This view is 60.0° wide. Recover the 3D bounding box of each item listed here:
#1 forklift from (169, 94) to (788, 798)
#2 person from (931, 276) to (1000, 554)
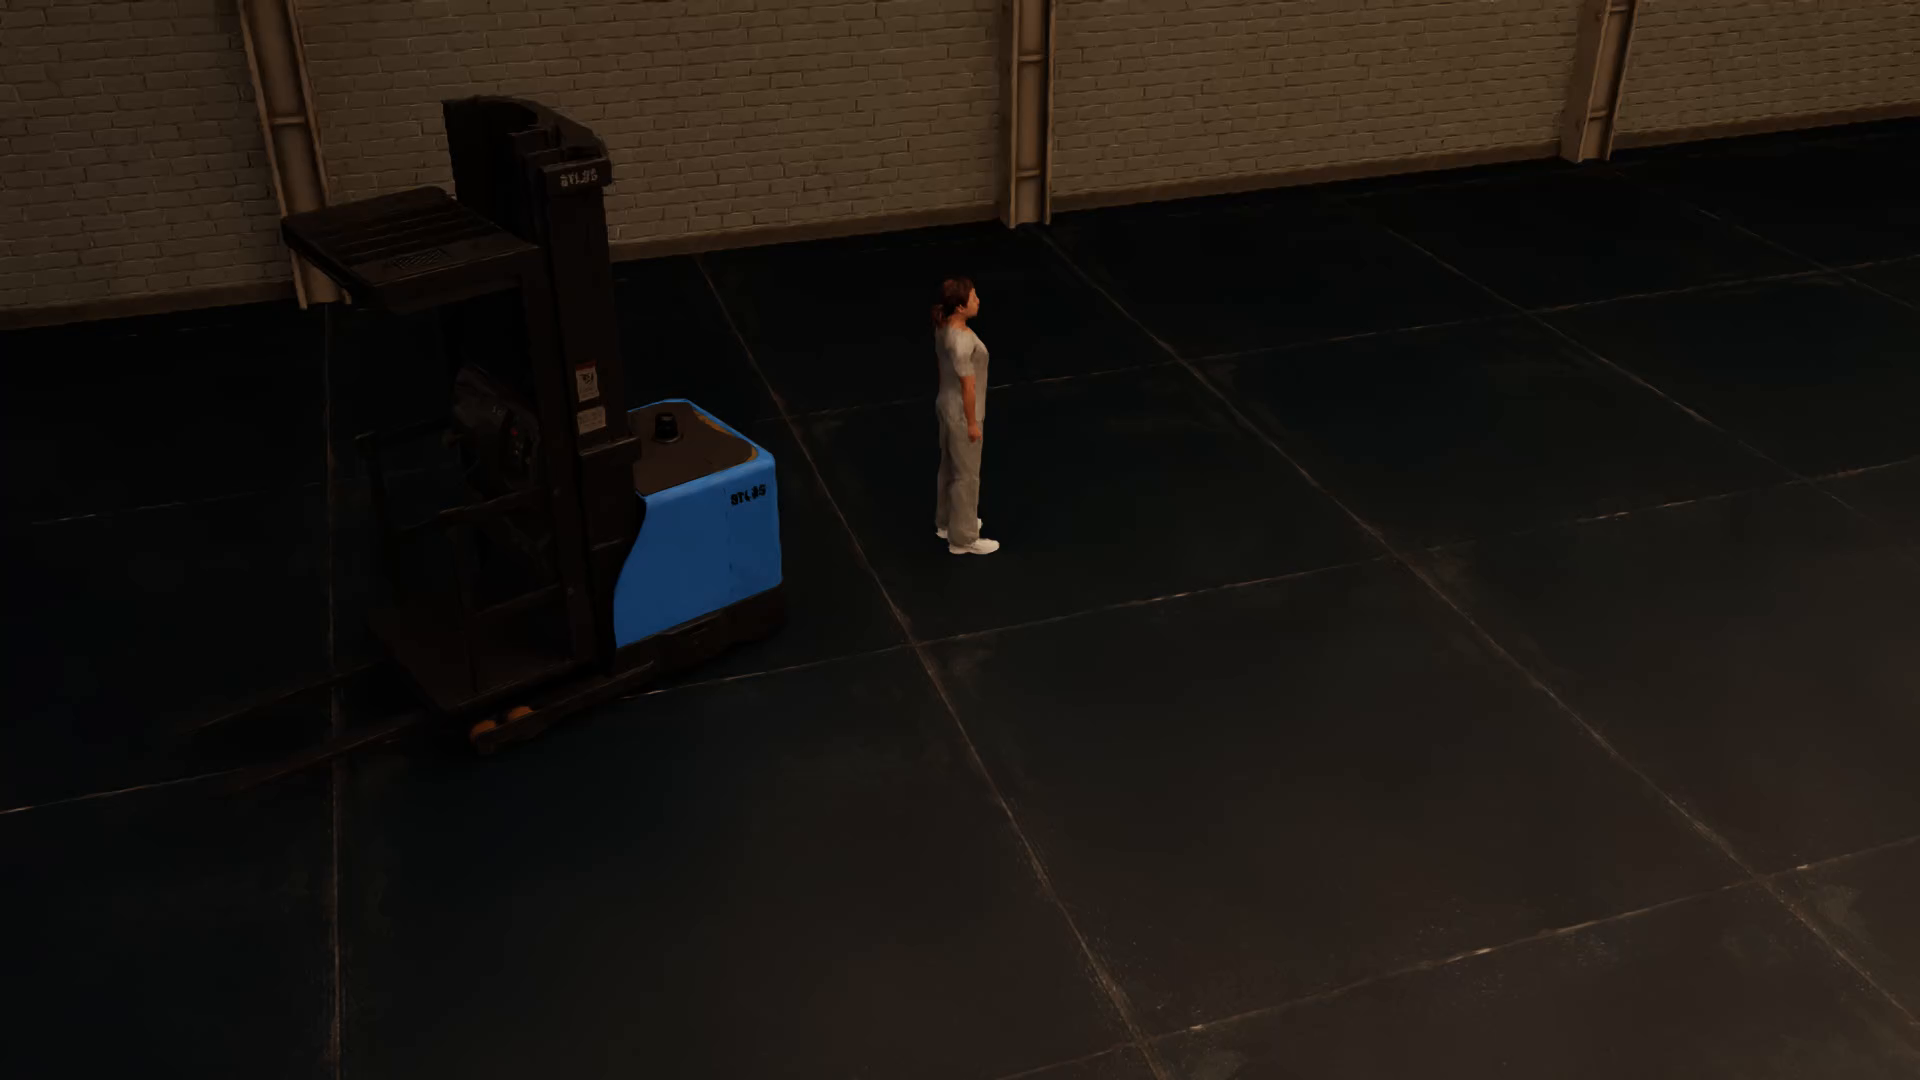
[{"bbox_3d":[-2.415,-0.509,7.972,3.031,2.935,1.130,-22,36,-33],"label":"forklift"},{"bbox_3d":[0.008,-0.727,9.612,0.365,1.673,0.432,-10,31,-16],"label":"person"}]
